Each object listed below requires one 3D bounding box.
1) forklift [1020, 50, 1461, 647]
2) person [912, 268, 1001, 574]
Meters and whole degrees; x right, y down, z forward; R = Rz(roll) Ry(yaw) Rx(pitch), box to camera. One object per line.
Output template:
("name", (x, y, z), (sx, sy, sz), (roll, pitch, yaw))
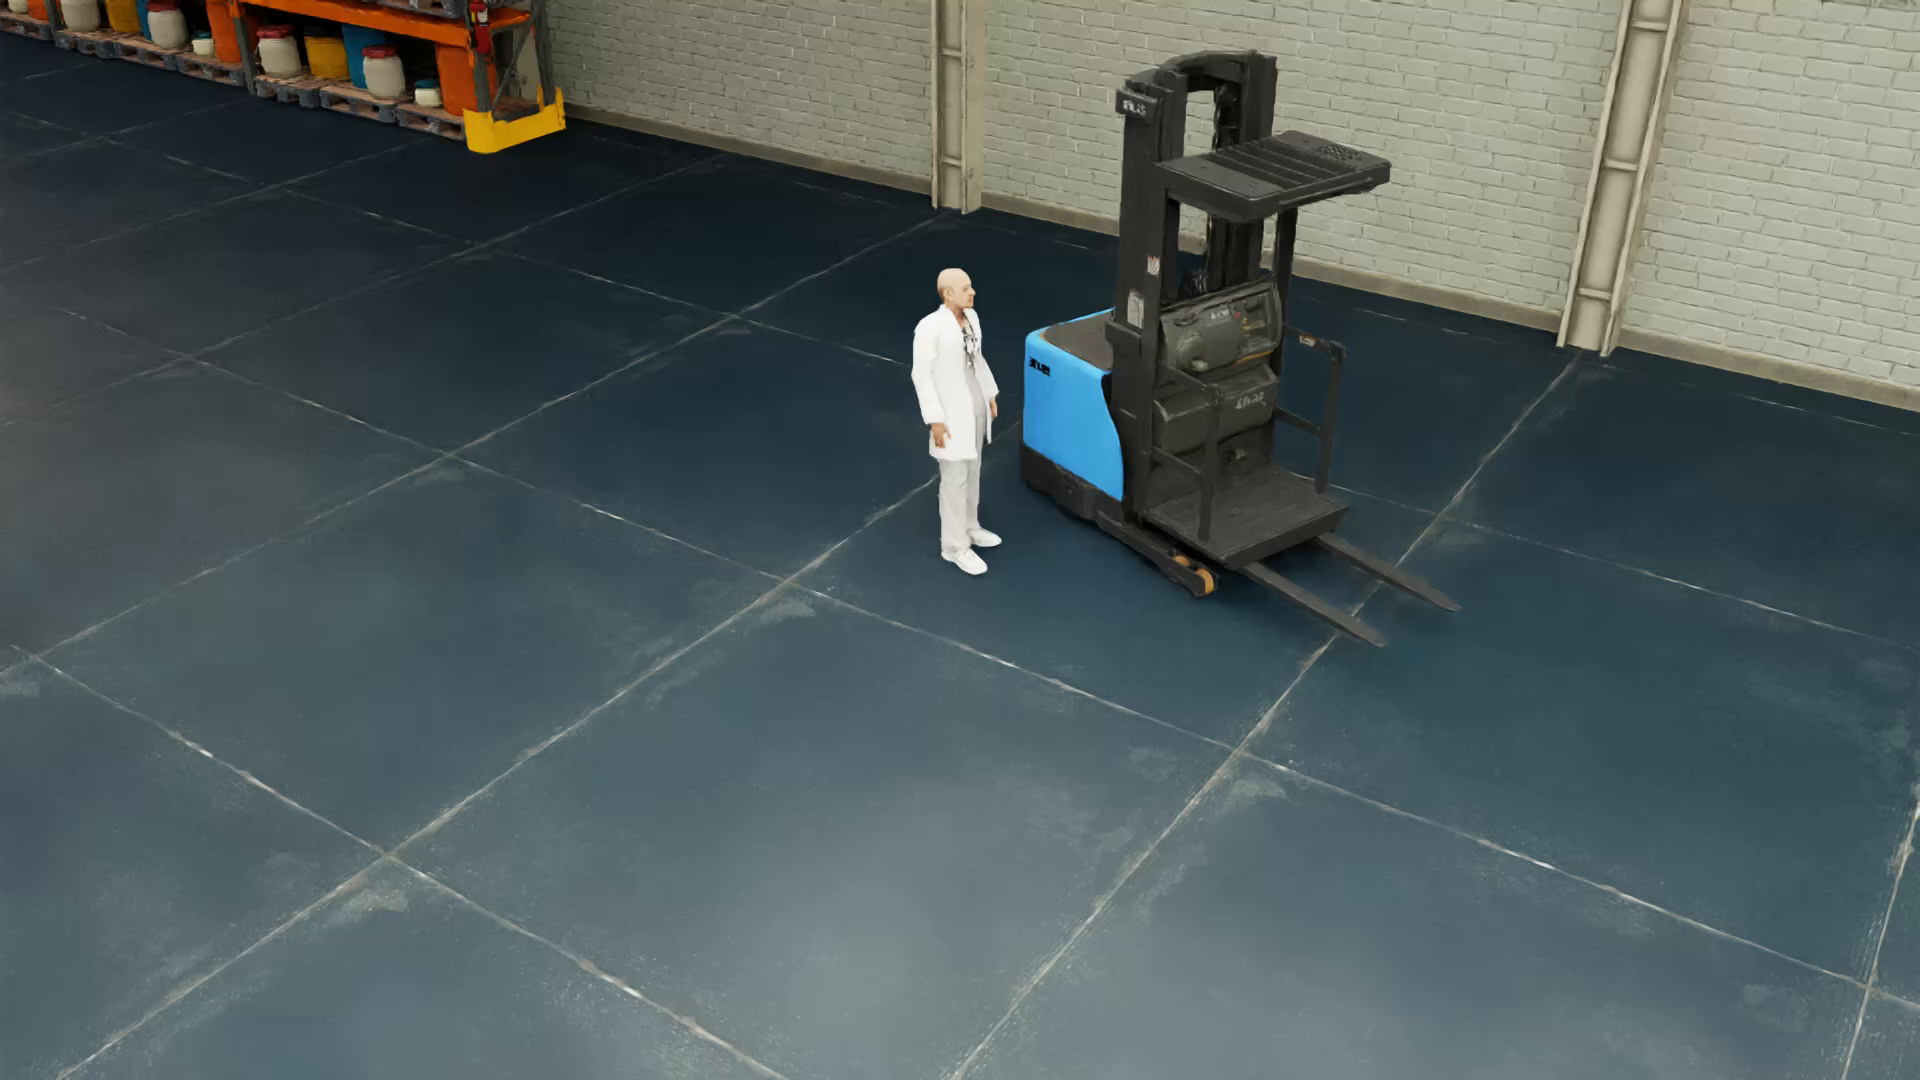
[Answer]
("forklift", (1.673, -1.208, 9.662), (1.130, 2.935, 3.031), (-20, 36, -31))
("person", (0.073, -0.747, 10.003), (0.579, 1.775, 0.694), (19, 35, 29))
